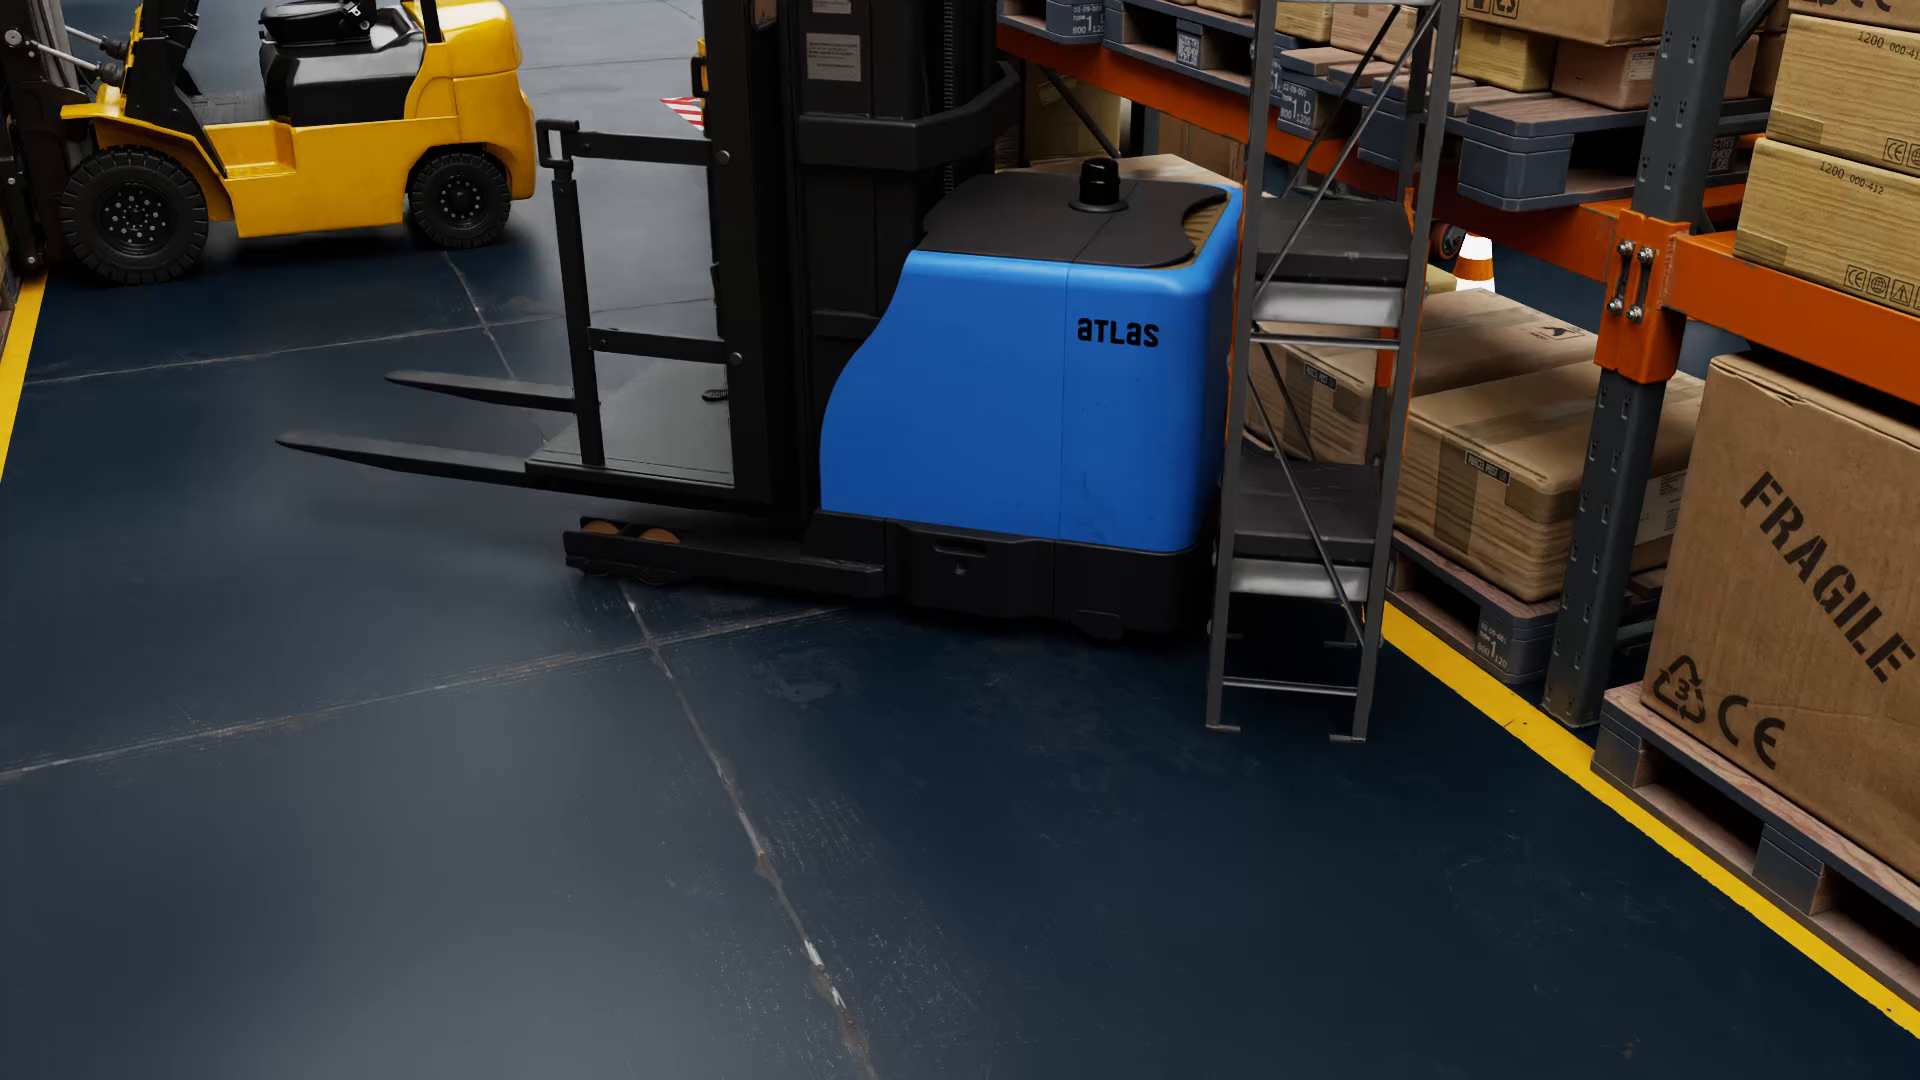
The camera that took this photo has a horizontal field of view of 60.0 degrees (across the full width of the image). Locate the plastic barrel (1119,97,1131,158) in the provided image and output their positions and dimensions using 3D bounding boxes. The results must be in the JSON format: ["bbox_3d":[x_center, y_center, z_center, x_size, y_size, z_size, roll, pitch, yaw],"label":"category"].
[{"bbox_3d":[1.066,-2.465,9.815,0.512,0.421,0.421,8,27,15],"label":"plastic barrel"}]

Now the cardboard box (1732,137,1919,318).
[{"bbox_3d":[1.957,-0.658,3.350,0.500,0.250,0.500,-11,28,-21],"label":"cardboard box"}]

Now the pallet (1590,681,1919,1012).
[{"bbox_3d":[2.237,0.618,3.744,1.003,0.211,1.213,-11,28,-21],"label":"pallet"}]

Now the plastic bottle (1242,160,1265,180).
[{"bbox_3d":[1.651,-2.104,9.489,0.133,0.061,0.283,-6,27,-12],"label":"plastic bottle"}]

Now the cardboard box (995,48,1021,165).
[{"bbox_3d":[-0.048,-2.064,7.859,0.500,0.500,0.500,-11,28,-21],"label":"cardboard box"}]

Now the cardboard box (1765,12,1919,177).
[{"bbox_3d":[1.968,-0.877,3.228,0.500,0.250,0.500,-11,28,-21],"label":"cardboard box"}]

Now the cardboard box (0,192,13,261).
[{"bbox_3d":[-4.448,-1.339,7.229,0.500,0.250,0.500,-10,28,-20],"label":"cardboard box"}]

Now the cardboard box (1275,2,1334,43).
[{"bbox_3d":[1.129,-1.536,4.784,0.380,0.149,0.250,-10,28,-20],"label":"cardboard box"}]

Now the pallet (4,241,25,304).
[{"bbox_3d":[-4.890,-1.295,7.662,1.003,0.211,1.213,-11,28,-21],"label":"pallet"}]

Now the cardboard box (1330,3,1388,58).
[{"bbox_3d":[1.250,-1.427,4.561,0.380,0.149,0.250,-12,28,-23],"label":"cardboard box"}]

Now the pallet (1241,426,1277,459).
[{"bbox_3d":[1.219,-0.521,6.076,1.003,0.211,1.213,-11,28,-21],"label":"pallet"}]

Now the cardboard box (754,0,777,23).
[{"bbox_3d":[-0.856,-2.893,9.557,0.500,0.500,0.500,-12,28,-23],"label":"cardboard box"}]

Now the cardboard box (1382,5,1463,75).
[{"bbox_3d":[1.341,-1.324,4.350,0.380,0.149,0.250,-11,28,-21],"label":"cardboard box"}]

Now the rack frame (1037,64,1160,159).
[{"bbox_3d":[0.431,-2.581,7.118,1.000,3.000,0.127,-11,28,-21],"label":"rack frame"}]

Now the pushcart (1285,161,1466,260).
[{"bbox_3d":[2.509,-1.815,8.537,1.648,0.377,0.936,-22,34,-38],"label":"pushcart"}]

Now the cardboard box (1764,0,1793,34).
[{"bbox_3d":[2.034,-1.555,4.085,0.500,0.500,0.500,-11,28,-22],"label":"cardboard box"}]

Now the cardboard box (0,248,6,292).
[{"bbox_3d":[-4.233,-1.134,6.810,0.500,0.250,0.500,-11,28,-22],"label":"cardboard box"}]

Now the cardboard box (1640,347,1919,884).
[{"bbox_3d":[2.191,0.093,3.584,0.875,0.875,0.875,-11,28,-21],"label":"cardboard box"}]

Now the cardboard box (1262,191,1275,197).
[{"bbox_3d":[0.923,-1.088,6.576,0.950,0.372,0.625,-9,27,-17],"label":"cardboard box"}]

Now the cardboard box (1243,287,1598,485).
[{"bbox_3d":[1.489,-0.501,5.373,0.950,0.372,0.625,-11,28,-22],"label":"cardboard box"}]

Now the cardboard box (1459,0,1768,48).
[{"bbox_3d":[1.563,-1.469,3.909,0.500,0.500,0.500,-11,28,-22],"label":"cardboard box"}]

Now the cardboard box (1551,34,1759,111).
[{"bbox_3d":[1.652,-1.134,3.962,0.380,0.149,0.250,-10,28,-19],"label":"cardboard box"}]

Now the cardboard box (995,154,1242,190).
[{"bbox_3d":[0.638,-1.378,7.169,0.950,0.372,0.625,-10,28,-20],"label":"cardboard box"}]

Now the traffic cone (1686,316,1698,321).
[{"bbox_3d":[3.238,-1.236,7.254,0.336,0.463,0.334,-11,28,-21],"label":"traffic cone"}]

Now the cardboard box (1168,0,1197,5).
[{"bbox_3d":[0.841,-1.849,5.425,0.380,0.149,0.250,-9,28,-19],"label":"cardboard box"}]

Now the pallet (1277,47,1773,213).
[{"bbox_3d":[1.620,-1.150,4.404,1.213,0.211,1.003,-11,28,-21],"label":"pallet"}]

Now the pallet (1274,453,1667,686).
[{"bbox_3d":[1.692,-0.029,5.069,1.003,0.211,1.213,-11,28,-21],"label":"pallet"}]

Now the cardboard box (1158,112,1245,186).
[{"bbox_3d":[1.263,-2.125,9.030,0.500,0.500,0.500,8,27,15],"label":"cardboard box"}]

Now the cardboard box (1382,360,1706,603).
[{"bbox_3d":[1.785,-0.204,4.766,0.950,0.372,0.625,-13,29,-24],"label":"cardboard box"}]

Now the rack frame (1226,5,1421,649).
[{"bbox_3d":[0.907,-0.657,4.203,0.400,2.100,0.015,4,26,9],"label":"rack frame"}]

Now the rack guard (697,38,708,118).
[{"bbox_3d":[-1.106,-3.042,10.911,1.175,0.500,0.348,-11,28,-21],"label":"rack guard"}]

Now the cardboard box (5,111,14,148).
[{"bbox_3d":[-4.815,-1.967,7.946,0.500,0.250,0.500,-11,28,-22],"label":"cardboard box"}]

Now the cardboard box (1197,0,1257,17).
[{"bbox_3d":[0.973,-1.746,5.215,0.380,0.149,0.250,-12,28,-22],"label":"cardboard box"}]

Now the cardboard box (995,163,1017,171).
[{"bbox_3d":[-0.048,-1.727,8.023,0.500,0.250,0.500,-9,28,-18],"label":"cardboard box"}]

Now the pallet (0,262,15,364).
[{"bbox_3d":[-4.408,-0.802,6.652,1.003,0.211,1.213,-11,28,-21],"label":"pallet"}]

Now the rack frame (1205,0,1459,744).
[{"bbox_3d":[0.826,-0.446,3.770,0.400,2.100,0.015,4,26,9],"label":"rack frame"}]

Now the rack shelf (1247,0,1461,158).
[{"bbox_3d":[0.866,-1.168,3.686,0.431,0.518,0.480,4,26,9],"label":"rack shelf"}]

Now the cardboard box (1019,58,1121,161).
[{"bbox_3d":[0.448,-2.156,8.047,0.500,0.500,0.500,-9,27,-18],"label":"cardboard box"}]

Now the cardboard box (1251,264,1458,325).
[{"bbox_3d":[1.197,-0.808,6.002,0.950,0.372,0.625,-10,28,-19],"label":"cardboard box"}]

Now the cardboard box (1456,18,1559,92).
[{"bbox_3d":[1.481,-1.230,4.158,0.380,0.149,0.250,-10,28,-20],"label":"cardboard box"}]

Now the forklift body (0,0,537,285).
[{"bbox_3d":[-3.280,-2.508,7.936,2.313,2.155,1.214,-11,28,-21],"label":"forklift body"}]

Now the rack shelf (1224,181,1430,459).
[{"bbox_3d":[0.866,-0.539,3.993,0.431,0.518,0.480,4,26,9],"label":"rack shelf"}]

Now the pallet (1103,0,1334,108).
[{"bbox_3d":[1.184,-1.672,5.475,1.003,0.211,1.213,-11,28,-21],"label":"pallet"}]

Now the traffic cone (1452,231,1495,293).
[{"bbox_3d":[2.204,-1.181,7.142,0.336,0.463,0.334,-11,28,-21],"label":"traffic cone"}]

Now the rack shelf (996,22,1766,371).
[{"bbox_3d":[1.214,-1.451,5.622,1.077,0.370,4.000,-11,28,-21],"label":"rack shelf"}]

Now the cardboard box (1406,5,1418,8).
[{"bbox_3d":[1.351,-1.676,4.333,0.500,0.500,0.500,-11,28,-21],"label":"cardboard box"}]

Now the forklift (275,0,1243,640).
[{"bbox_3d":[-0.684,-1.394,4.764,3.031,2.935,1.130,7,27,15],"label":"forklift"}]

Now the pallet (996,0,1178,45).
[{"bbox_3d":[0.596,-2.161,6.477,1.003,0.211,1.213,-11,28,-21],"label":"pallet"}]

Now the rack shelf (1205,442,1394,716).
[{"bbox_3d":[0.866,0.090,4.300,0.431,0.518,0.480,4,26,9],"label":"rack shelf"}]

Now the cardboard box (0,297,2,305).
[{"bbox_3d":[-4.020,-0.932,6.396,0.500,0.250,0.500,-10,28,-20],"label":"cardboard box"}]

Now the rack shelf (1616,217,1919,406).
[{"bbox_3d":[2.780,0.164,2.315,1.077,0.370,4.000,-11,28,-21],"label":"rack shelf"}]

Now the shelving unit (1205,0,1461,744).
[{"bbox_3d":[0.866,-0.552,3.987,0.431,2.100,0.503,4,26,9],"label":"shelving unit"}]

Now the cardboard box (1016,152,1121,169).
[{"bbox_3d":[0.448,-1.819,8.212,0.500,0.250,0.500,-12,28,-23],"label":"cardboard box"}]

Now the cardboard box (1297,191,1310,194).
[{"bbox_3d":[2.087,-2.050,9.147,0.396,0.266,0.258,13,29,24],"label":"cardboard box"}]

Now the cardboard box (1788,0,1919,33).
[{"bbox_3d":[1.965,-1.219,3.075,0.500,0.500,0.500,-12,28,-22],"label":"cardboard box"}]

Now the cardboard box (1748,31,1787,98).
[{"bbox_3d":[2.041,-1.205,4.108,0.380,0.149,0.250,-12,29,-24],"label":"cardboard box"}]

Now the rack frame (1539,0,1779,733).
[{"bbox_3d":[1.997,-0.966,3.810,1.000,3.000,0.127,-11,28,-21],"label":"rack frame"}]
